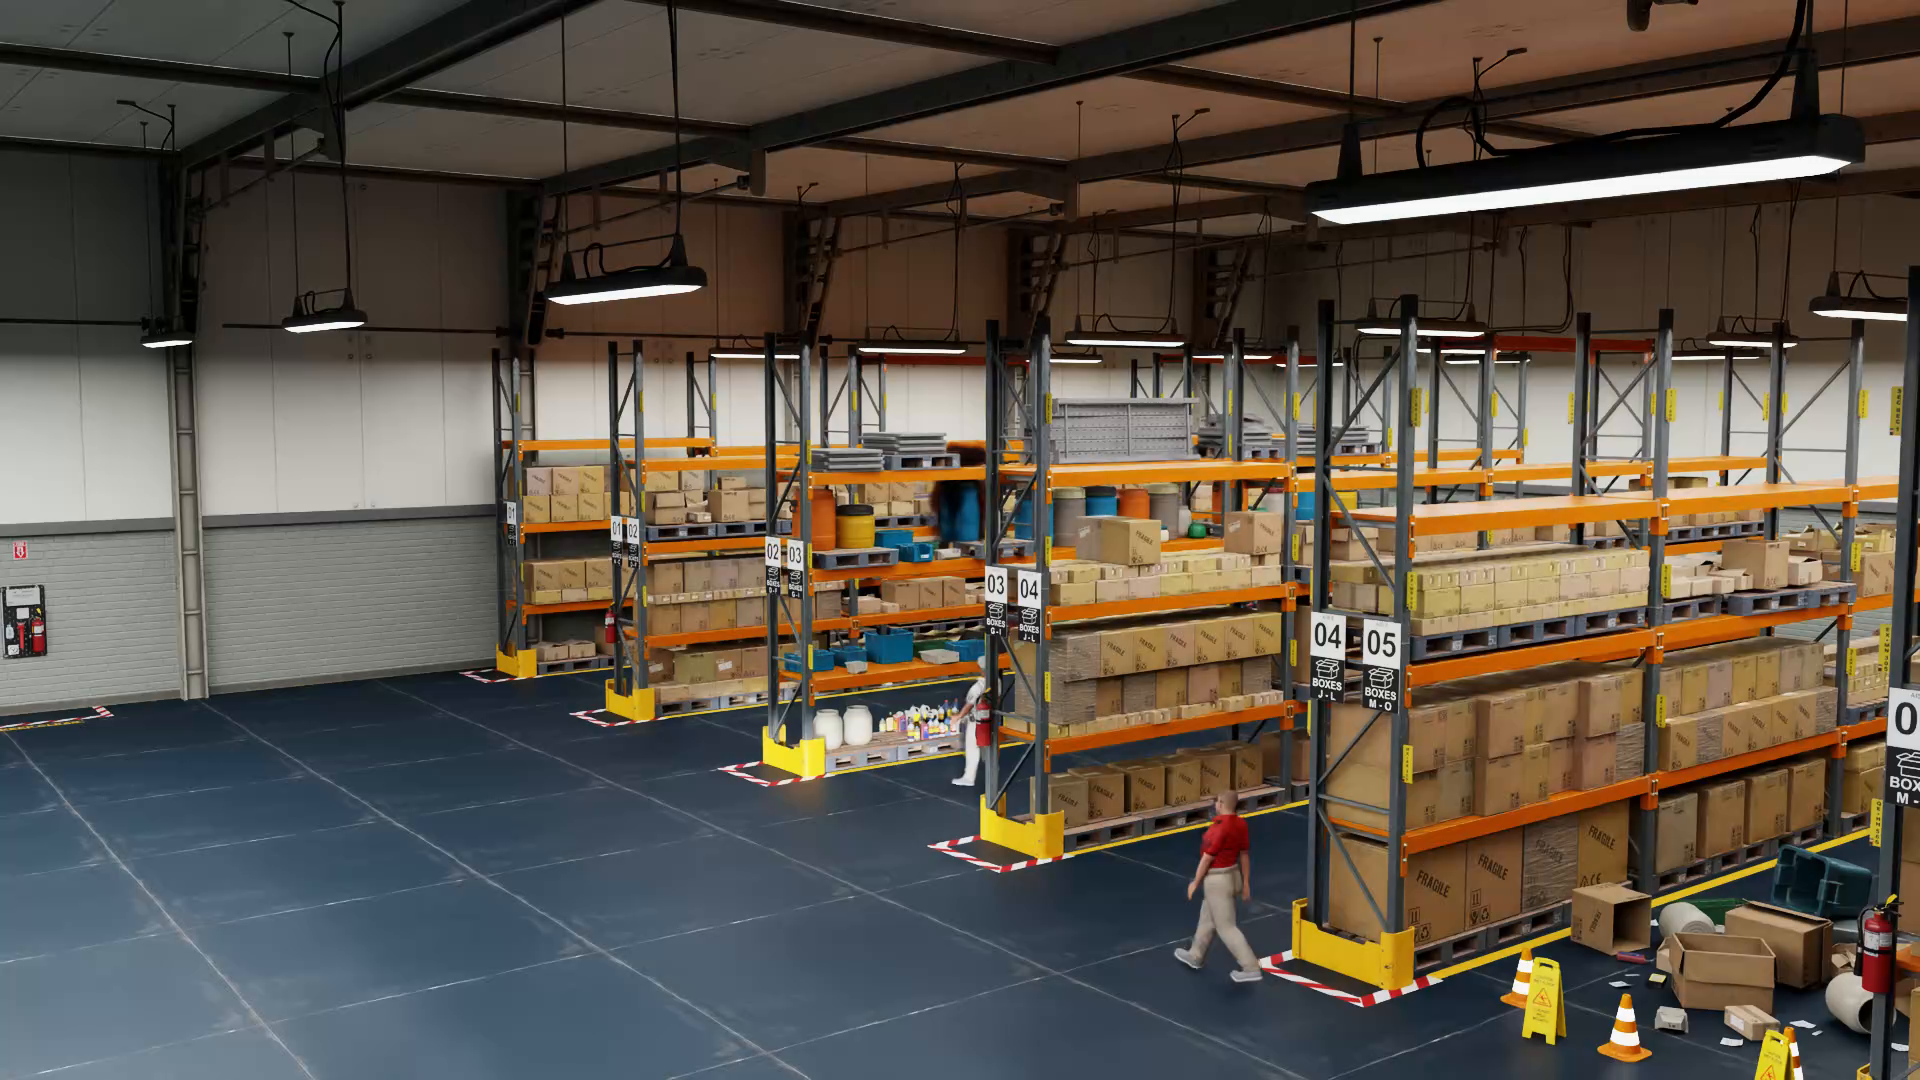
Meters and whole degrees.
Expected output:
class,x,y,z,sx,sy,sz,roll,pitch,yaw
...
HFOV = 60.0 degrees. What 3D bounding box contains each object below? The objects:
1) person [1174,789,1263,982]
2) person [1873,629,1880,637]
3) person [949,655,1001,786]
class,x,y,z,sx,sy,sz,roll,pitch,yaw
person,2.325,3.038,14.679,0.877,1.678,0.535,4,6,35
person,13.800,2.139,24.947,1.000,1.596,0.568,-4,6,-36
person,0.220,2.362,21.846,0.668,1.755,0.633,3,6,27
